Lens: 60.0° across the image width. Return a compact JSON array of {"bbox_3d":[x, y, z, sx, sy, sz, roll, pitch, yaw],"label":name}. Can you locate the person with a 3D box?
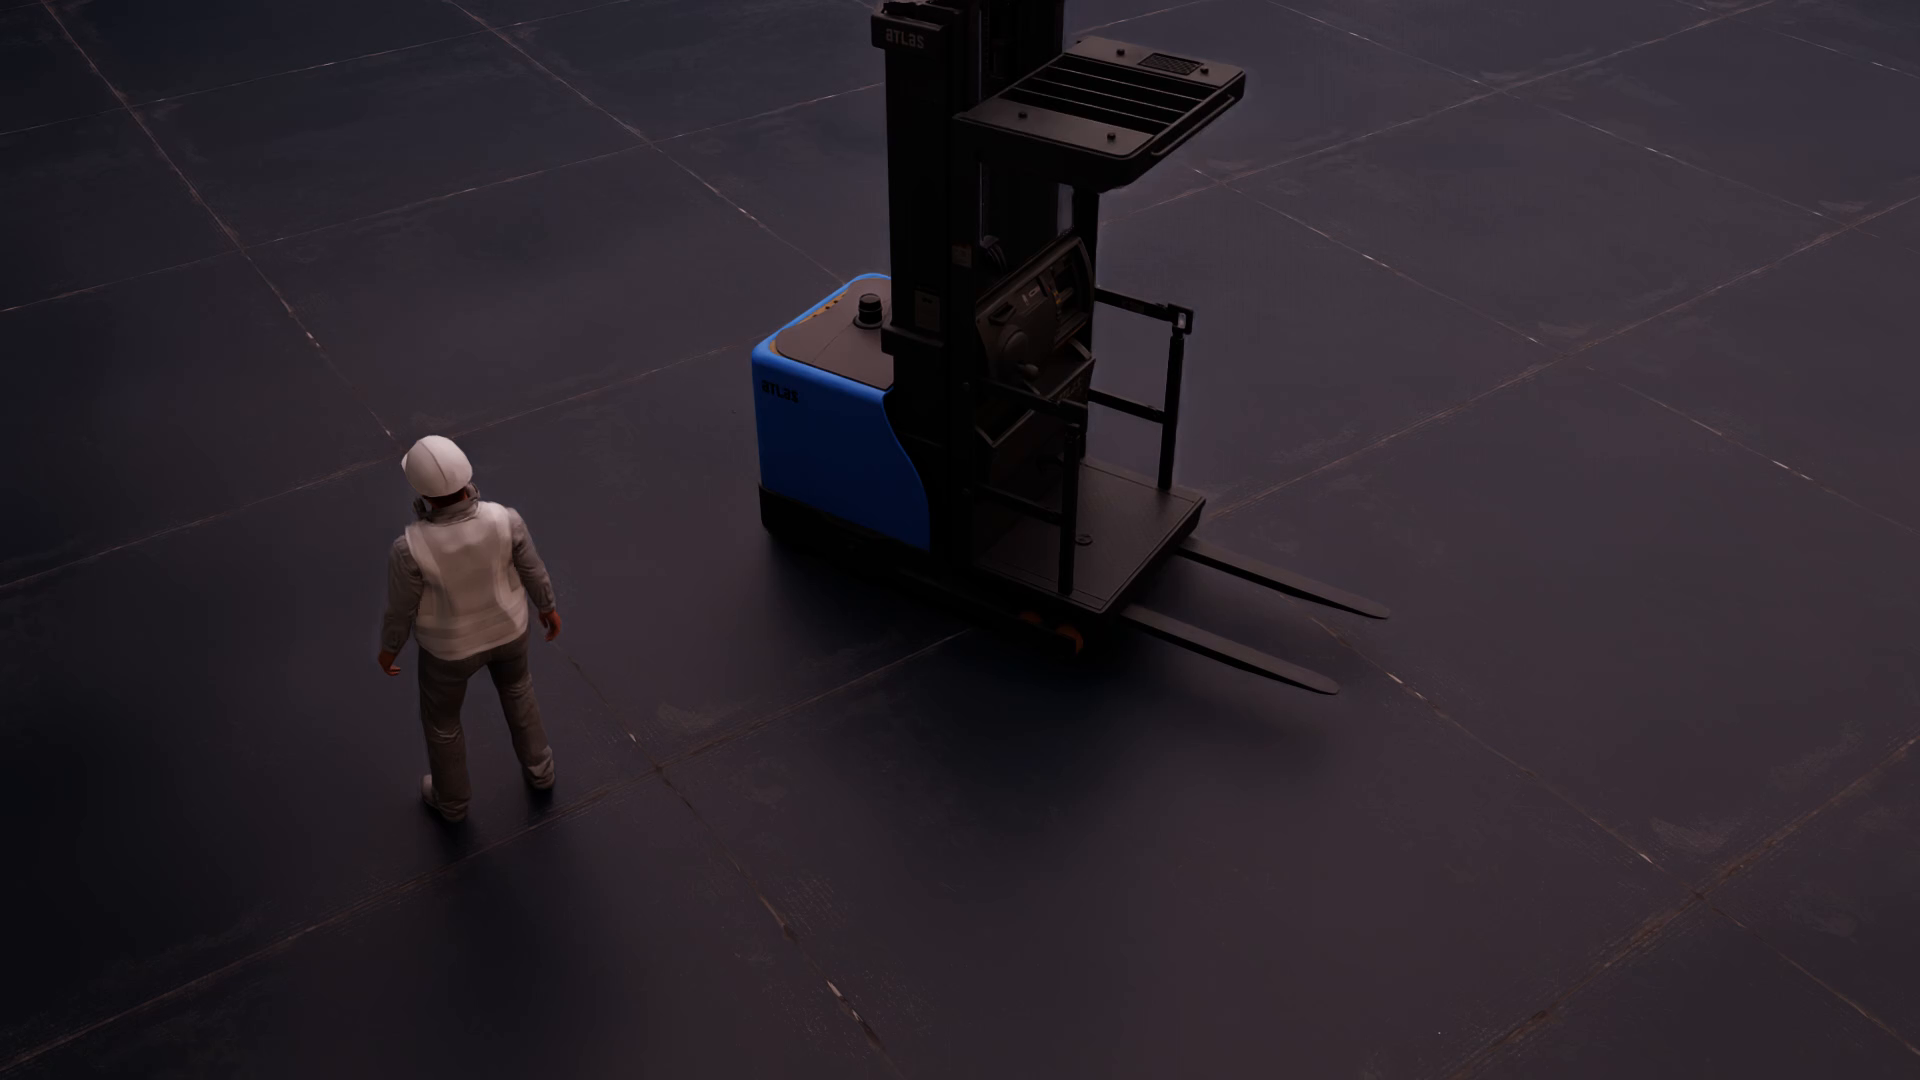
[{"bbox_3d":[-1.917,0.333,6.478,0.700,1.762,0.408,-22,42,-26],"label":"person"}]

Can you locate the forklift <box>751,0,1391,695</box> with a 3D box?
[{"bbox_3d":[0.514,-0.985,7.276,3.031,2.935,1.130,21,41,26],"label":"forklift"}]
